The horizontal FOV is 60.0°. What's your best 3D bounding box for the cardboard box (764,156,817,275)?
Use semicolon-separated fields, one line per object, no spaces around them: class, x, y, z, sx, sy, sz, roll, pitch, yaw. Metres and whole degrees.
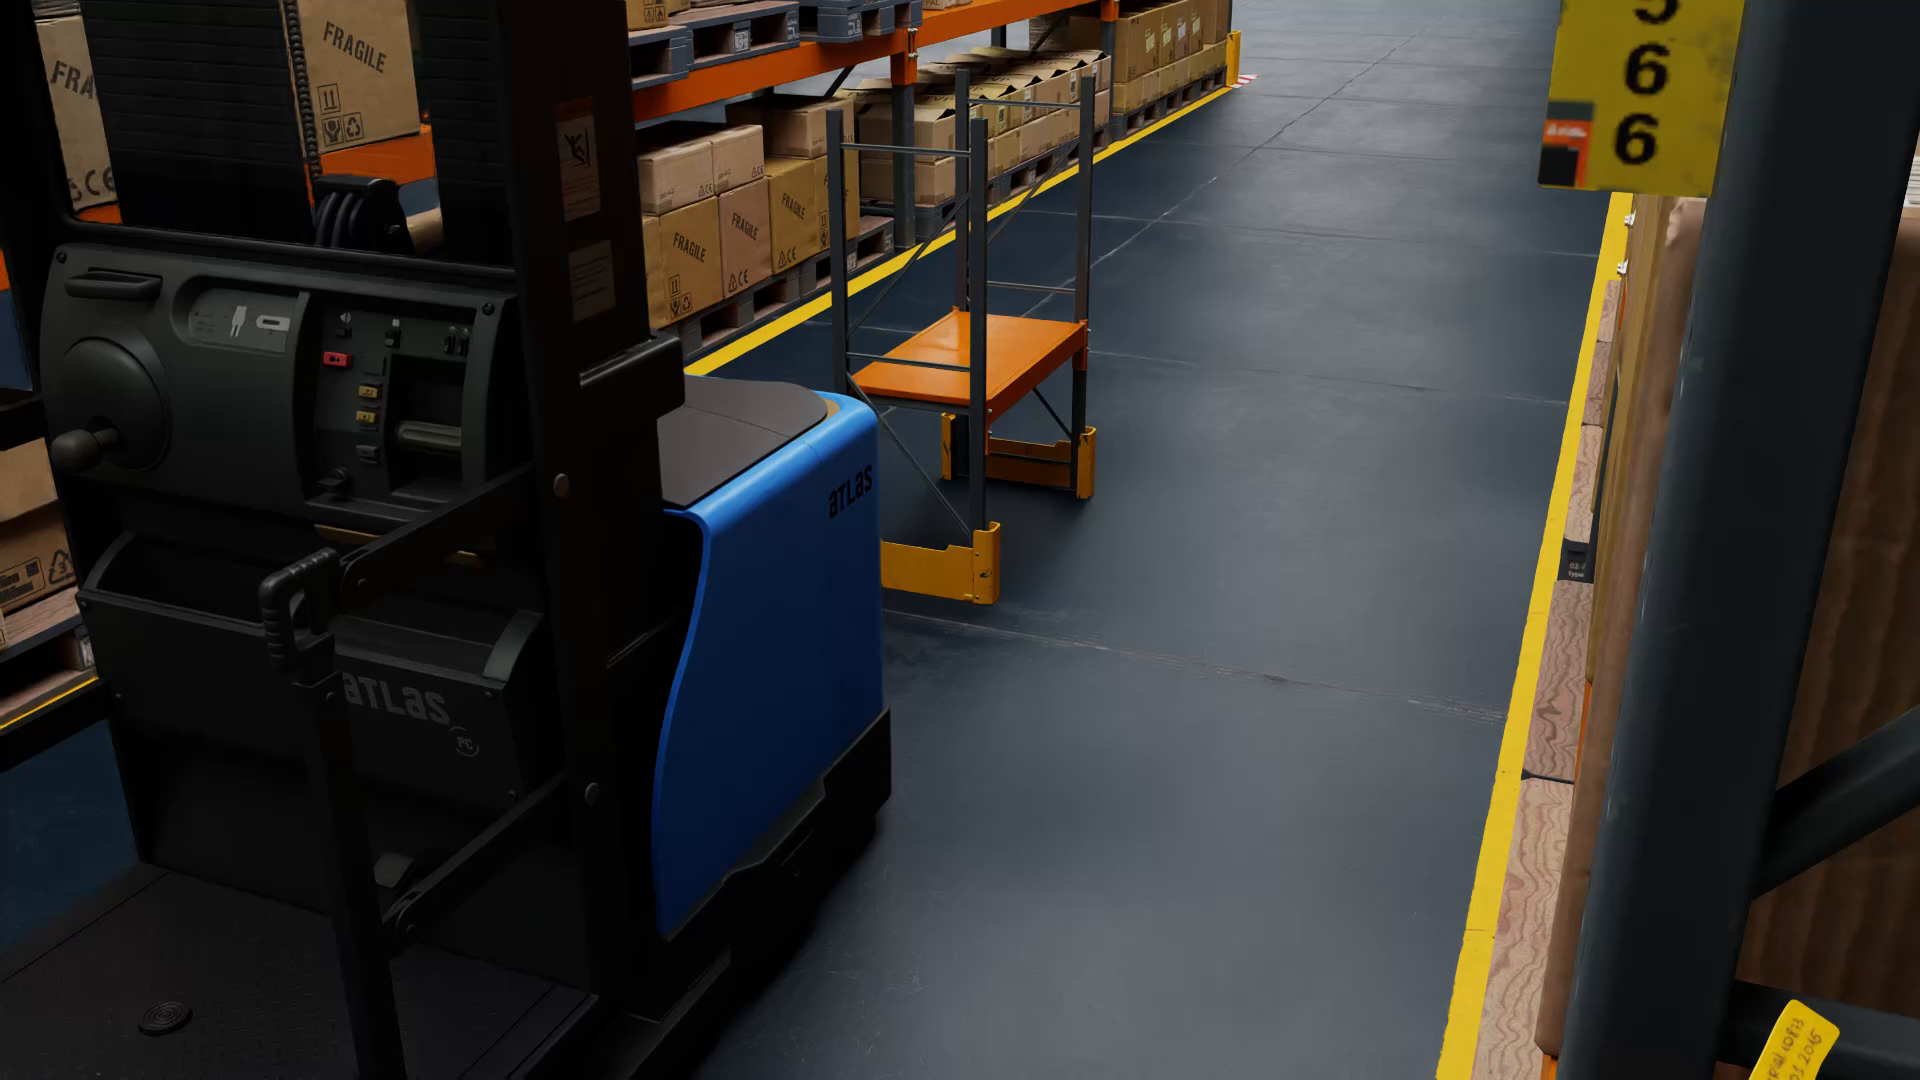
cardboard box;-1.073;-1.688;8.571;0.500;0.500;0.500;8;24;18

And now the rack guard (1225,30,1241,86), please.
rack guard;2.229;-4.910;16.855;1.175;0.500;0.348;9;24;20

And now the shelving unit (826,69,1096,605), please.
shelving unit;0.028;-0.719;5.526;0.587;1.500;1.083;9;24;20

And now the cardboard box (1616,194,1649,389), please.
cardboard box;1.610;-0.477;2.611;0.980;0.700;0.700;8;24;17

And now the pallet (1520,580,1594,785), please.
pallet;2.009;0.495;4.291;1.003;0.211;1.213;9;24;20

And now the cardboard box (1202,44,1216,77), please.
cardboard box;2.121;-4.565;15.809;0.500;0.250;0.500;9;24;20

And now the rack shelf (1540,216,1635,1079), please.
rack shelf;1.621;-0.005;2.803;1.077;0.370;4.000;9;24;20

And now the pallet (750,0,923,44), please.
pallet;-0.938;-2.851;8.932;1.213;0.211;1.003;9;24;20

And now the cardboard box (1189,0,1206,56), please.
cardboard box;1.940;-4.731;15.234;0.500;0.500;0.500;9;24;20

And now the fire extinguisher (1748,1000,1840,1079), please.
fire extinguisher;0.393;0.575;1.067;0.296;0.674;0.183;9;24;20

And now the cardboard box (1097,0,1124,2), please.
cardboard box;1.255;-4.629;14.990;0.500;0.500;0.500;9;24;20

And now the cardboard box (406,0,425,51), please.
cardboard box;-1.853;-2.138;6.301;0.700;0.500;0.500;1;23;2

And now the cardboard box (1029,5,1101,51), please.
cardboard box;0.901;-4.269;14.127;0.500;0.500;0.500;9;24;20

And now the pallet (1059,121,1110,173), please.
pallet;0.497;-3.067;12.819;1.003;0.211;1.213;9;24;20

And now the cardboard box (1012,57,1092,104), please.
cardboard box;0.663;-3.434;12.374;0.500;0.311;0.500;9;24;22

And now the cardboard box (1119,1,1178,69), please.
cardboard box;1.569;-4.373;14.377;0.500;0.500;0.500;9;24;20

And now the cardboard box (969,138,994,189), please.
cardboard box;-0.098;-2.442;10.727;0.500;0.250;0.500;8;24;19

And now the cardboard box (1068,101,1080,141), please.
cardboard box;0.660;-3.177;12.488;0.500;0.250;0.500;8;24;19

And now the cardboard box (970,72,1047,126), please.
cardboard box;0.285;-3.076;11.518;0.500;0.311;0.500;8;24;19

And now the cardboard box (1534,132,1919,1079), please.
cardboard box;1.058;0.057;1.333;0.980;0.700;0.700;10;25;22

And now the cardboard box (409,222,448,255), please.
cardboard box;-2.320;-1.027;6.990;0.500;0.500;0.500;9;24;20

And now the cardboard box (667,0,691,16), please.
cardboard box;-1.638;-2.641;7.507;0.700;0.500;0.500;3;23;7

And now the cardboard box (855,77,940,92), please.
cardboard box;-0.408;-2.965;11.252;0.500;0.311;0.500;9;24;20

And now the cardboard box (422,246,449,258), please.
cardboard box;-1.831;-0.948;6.800;0.500;0.500;0.500;8;24;18

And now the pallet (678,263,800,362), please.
pallet;-1.518;-1.208;8.369;1.003;0.211;1.213;9;24;20

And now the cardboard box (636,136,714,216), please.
cardboard box;-1.460;-1.652;7.513;0.500;0.250;0.500;9;24;20

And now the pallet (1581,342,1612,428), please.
pallet;3.032;-0.491;6.651;1.003;0.211;1.213;9;24;20

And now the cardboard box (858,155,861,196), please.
cardboard box;-0.782;-2.340;10.483;0.500;0.250;0.500;9;24;21

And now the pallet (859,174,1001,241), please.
pallet;-0.409;-2.194;10.729;1.003;0.211;1.213;9;24;20

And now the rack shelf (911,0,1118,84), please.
rack shelf;-0.008;-3.575;11.351;1.077;0.370;4.000;9;24;20

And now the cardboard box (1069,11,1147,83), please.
cardboard box;1.198;-4.015;13.521;0.500;0.500;0.500;9;24;20

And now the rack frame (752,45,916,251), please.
rack frame;-0.751;-3.192;9.499;1.000;3.000;0.127;9;24;20

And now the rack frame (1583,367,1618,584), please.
rack frame;2.364;-1.052;4.378;1.000;3.000;0.127;9;24;20

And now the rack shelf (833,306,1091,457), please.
rack shelf;0.032;-0.557;5.603;0.538;0.185;1.000;9;24;20

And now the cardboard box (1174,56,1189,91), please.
cardboard box;1.750;-4.207;14.952;0.500;0.250;0.500;9;24;20

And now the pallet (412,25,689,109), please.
pallet;-1.839;-1.942;6.757;1.003;0.211;1.213;9;24;20

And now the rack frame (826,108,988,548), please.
rack frame;-0.157;-0.541;5.098;0.500;1.500;0.032;9;24;20

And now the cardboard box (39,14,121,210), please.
cardboard box;-2.563;-1.222;4.654;0.500;0.500;0.500;9;24;21

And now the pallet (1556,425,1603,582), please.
pallet;2.580;-0.053;5.602;1.003;0.211;1.213;9;24;20

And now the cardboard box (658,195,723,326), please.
cardboard box;-1.451;-1.318;7.687;0.500;0.500;0.500;9;24;21

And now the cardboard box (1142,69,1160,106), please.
cardboard box;1.379;-3.849;14.095;0.500;0.250;0.500;9;24;20

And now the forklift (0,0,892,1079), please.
forklift;-1.206;-0.232;2.503;1.130;2.935;3.031;9;24;21

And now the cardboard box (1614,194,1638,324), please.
cardboard box;3.123;-1.129;6.805;0.750;0.750;0.750;9;24;20

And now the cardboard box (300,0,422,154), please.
cardboard box;-2.184;-1.591;5.537;0.500;0.500;0.500;9;24;21

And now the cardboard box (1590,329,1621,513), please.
cardboard box;2.484;-0.505;5.313;0.750;0.750;0.750;9;24;21

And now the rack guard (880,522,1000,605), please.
rack guard;-0.157;0.036;5.340;0.587;0.250;0.087;9;24;20

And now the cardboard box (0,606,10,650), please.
cardboard box;-2.886;0.225;4.316;0.500;0.250;0.500;9;24;20

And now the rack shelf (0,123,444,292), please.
rack shelf;-2.980;-0.713;4.498;1.077;0.370;4.000;9;24;20

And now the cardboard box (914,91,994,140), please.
cardboard box;-0.097;-2.710;10.641;0.500;0.311;0.500;8;24;19

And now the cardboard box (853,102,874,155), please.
cardboard box;-0.785;-2.598;10.373;0.500;0.311;0.500;9;24;21

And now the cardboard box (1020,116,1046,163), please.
cardboard box;0.280;-2.812;11.614;0.500;0.250;0.500;9;24;21

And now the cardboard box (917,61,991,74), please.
cardboard box;-0.032;-3.331;12.128;0.500;0.311;0.500;8;24;18

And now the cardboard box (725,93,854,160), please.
cardboard box;-0.898;-2.198;8.820;0.500;0.250;0.500;10;25;22

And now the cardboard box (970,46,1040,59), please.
cardboard box;0.350;-3.695;12.998;0.500;0.311;0.500;9;24;20

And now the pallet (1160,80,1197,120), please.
pallet;1.521;-4.053;15.179;1.003;0.211;1.213;9;24;20
